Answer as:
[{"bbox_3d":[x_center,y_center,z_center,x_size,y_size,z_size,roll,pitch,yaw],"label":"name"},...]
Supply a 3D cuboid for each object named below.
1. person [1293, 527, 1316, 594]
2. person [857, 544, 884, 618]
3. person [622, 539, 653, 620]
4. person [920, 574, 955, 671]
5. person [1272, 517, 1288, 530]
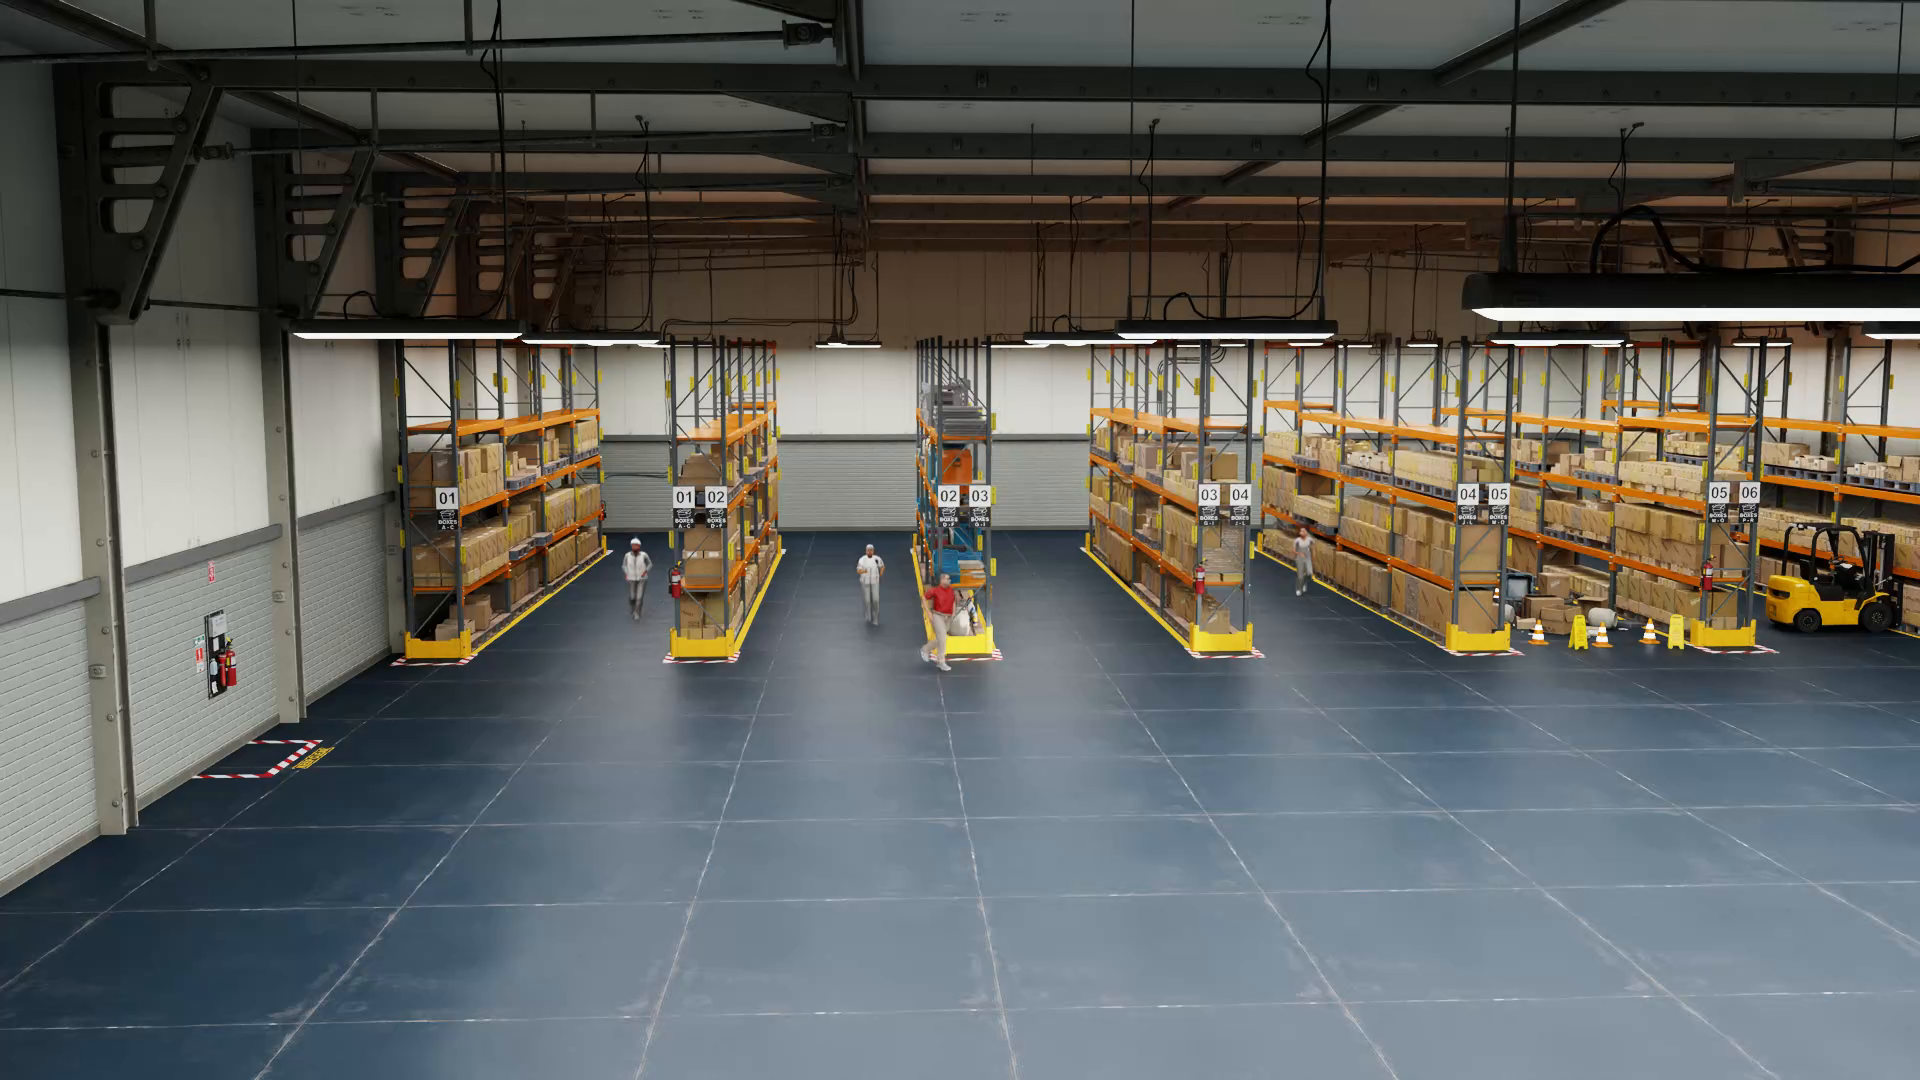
[{"bbox_3d":[8.059,0.499,38.896,0.585,1.610,0.734,0,6,1],"label":"person"},{"bbox_3d":[-1.874,0.868,34.899,0.582,1.553,0.649,0,6,-3],"label":"person"},{"bbox_3d":[-6.891,0.836,35.538,0.656,1.746,0.627,0,7,-3],"label":"person"},{"bbox_3d":[-0.348,1.457,30.260,0.897,1.699,0.706,6,9,44],"label":"person"},{"bbox_3d":[9.515,-0.706,49.124,0.842,1.746,0.760,1,7,9],"label":"person"}]
